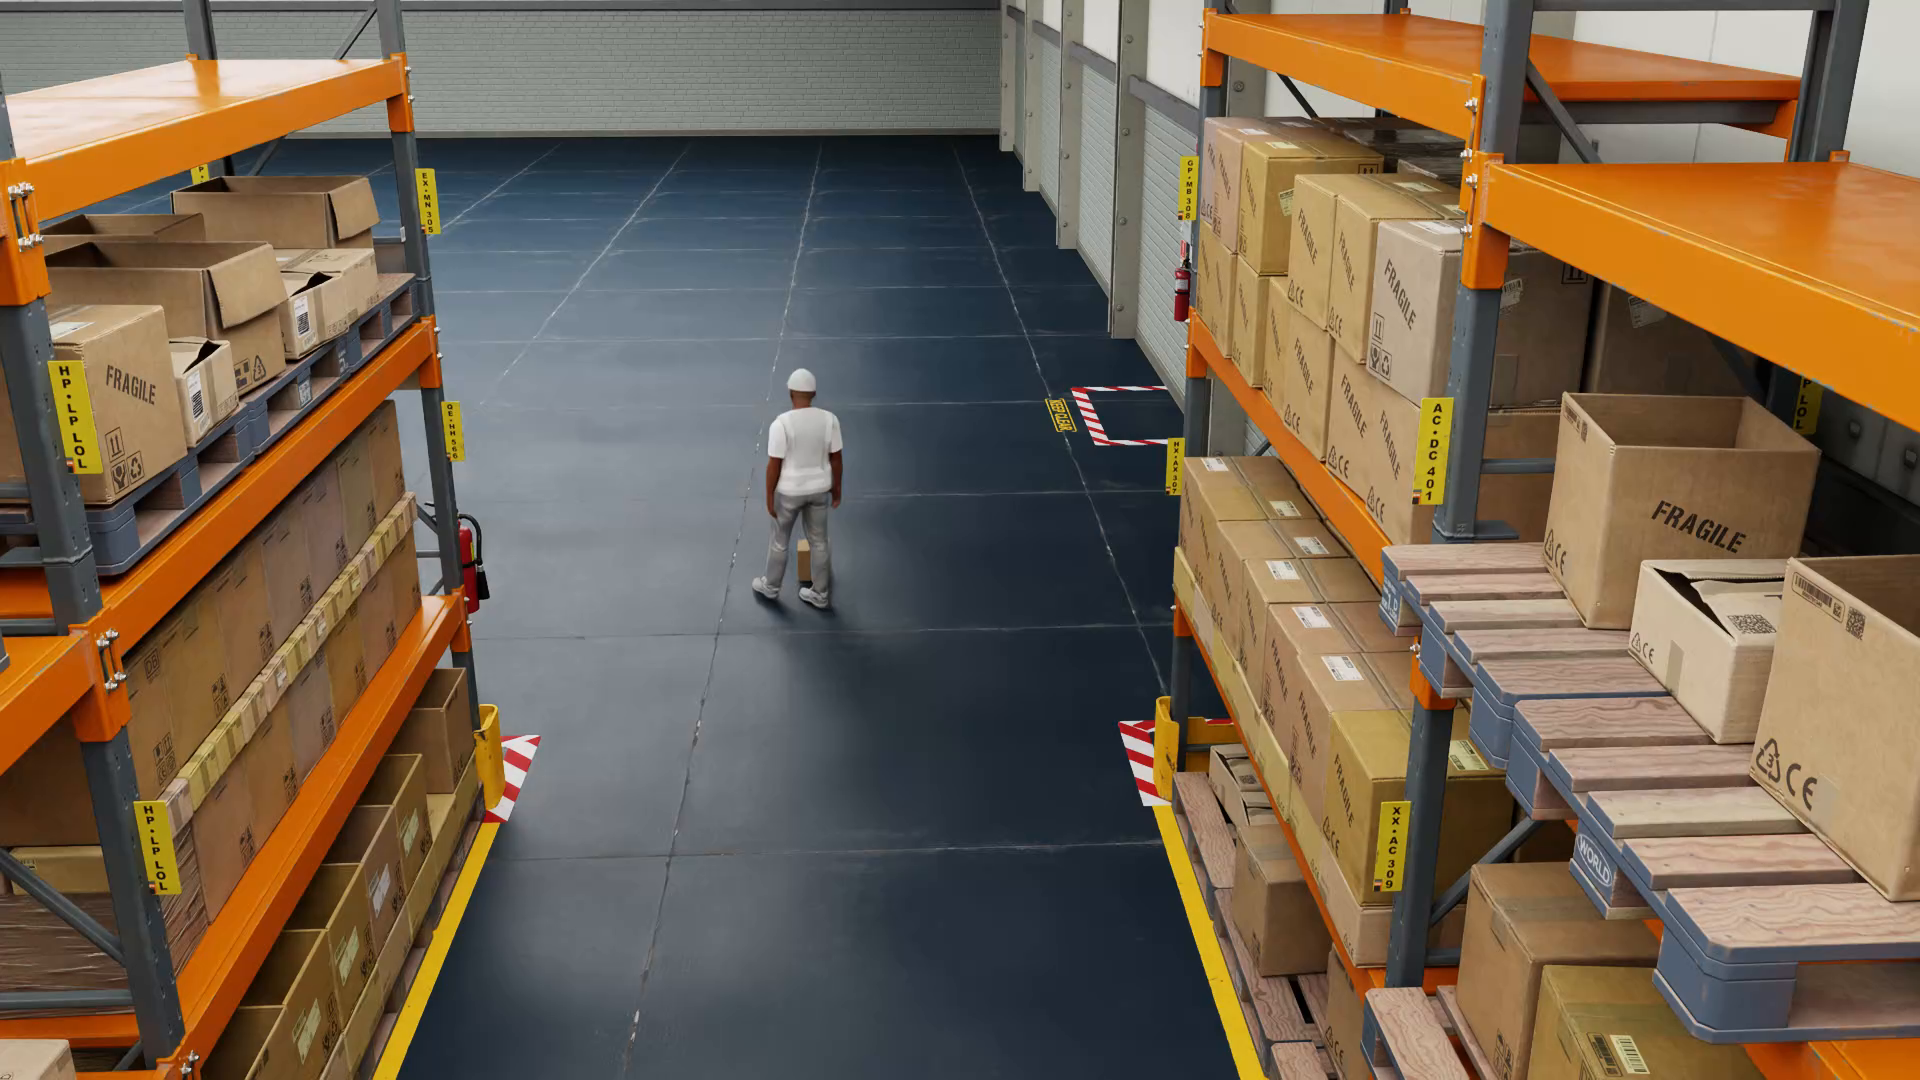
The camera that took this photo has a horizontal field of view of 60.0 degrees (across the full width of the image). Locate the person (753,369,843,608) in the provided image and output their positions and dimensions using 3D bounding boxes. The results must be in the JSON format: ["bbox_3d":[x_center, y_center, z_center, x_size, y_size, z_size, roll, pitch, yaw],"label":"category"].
[{"bbox_3d":[-1.187,-0.405,12.119,0.586,1.768,0.617,-10,22,-25],"label":"person"}]
